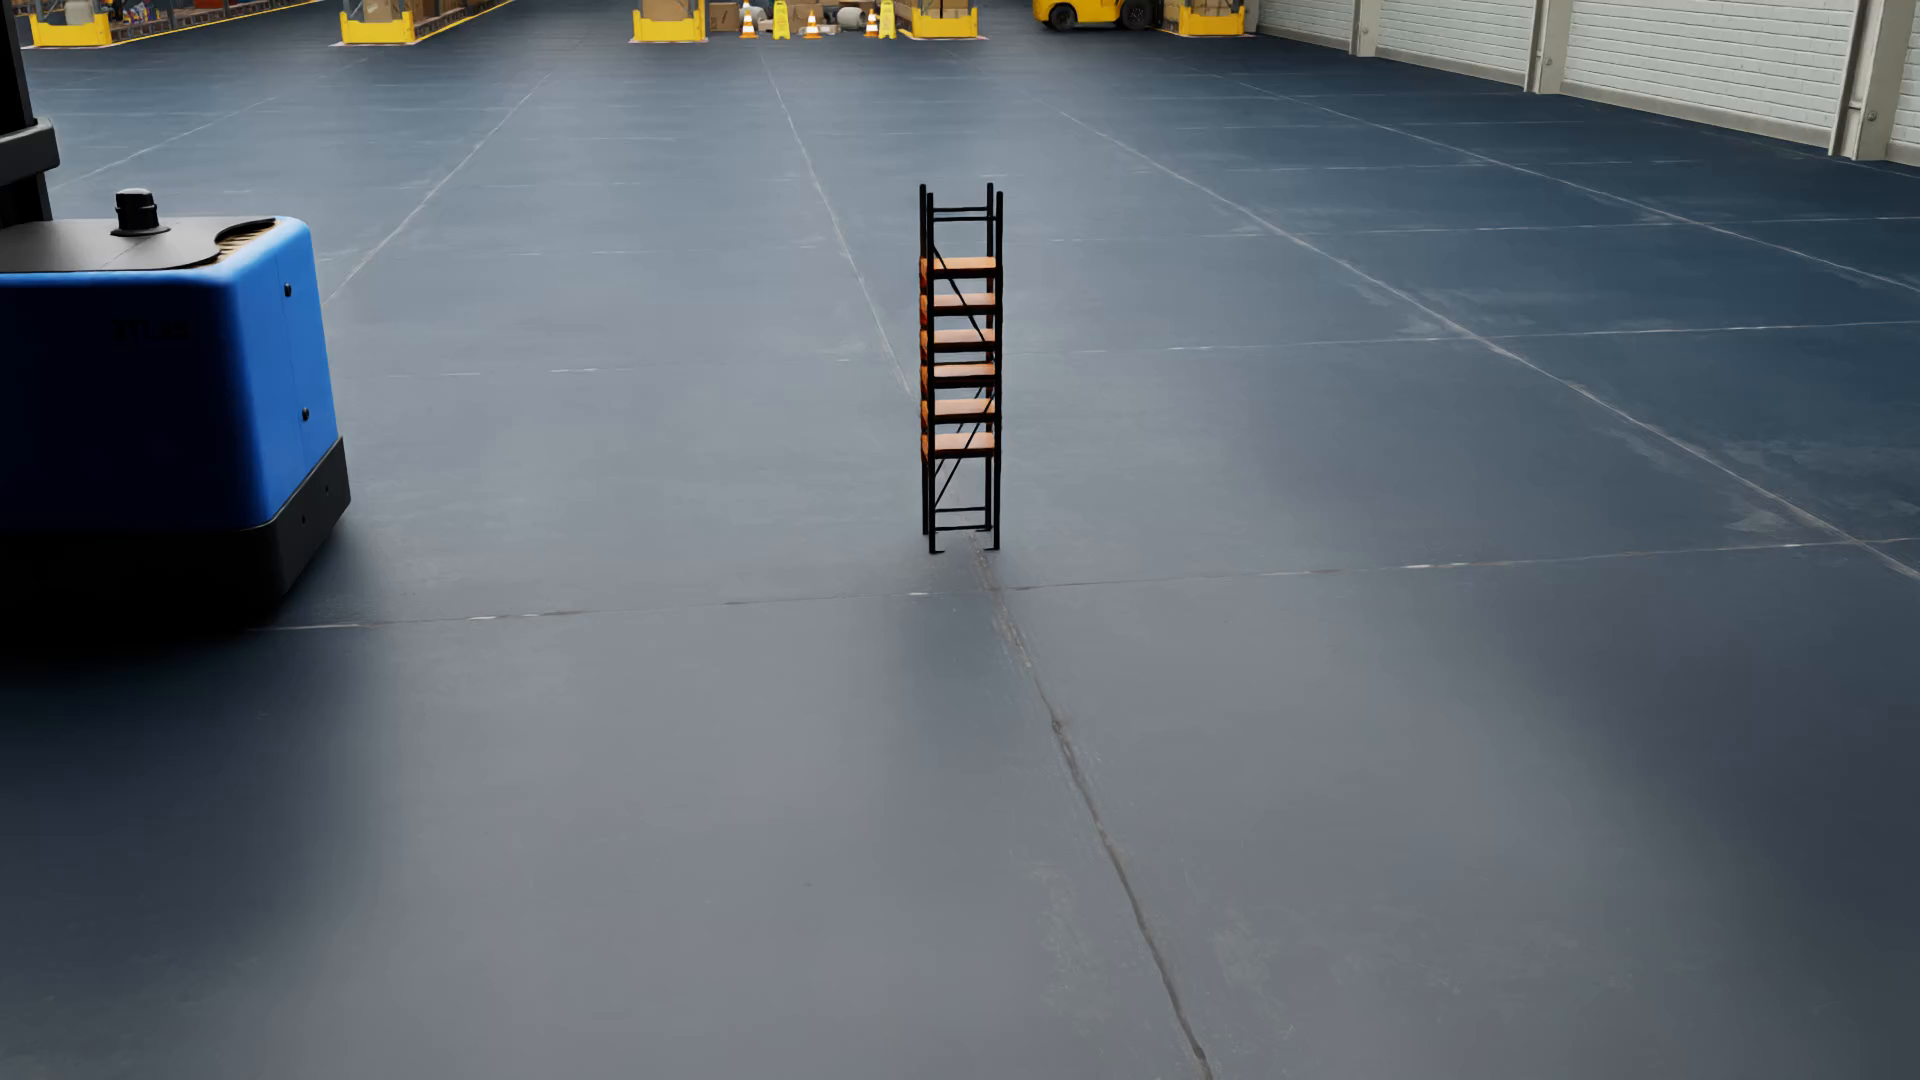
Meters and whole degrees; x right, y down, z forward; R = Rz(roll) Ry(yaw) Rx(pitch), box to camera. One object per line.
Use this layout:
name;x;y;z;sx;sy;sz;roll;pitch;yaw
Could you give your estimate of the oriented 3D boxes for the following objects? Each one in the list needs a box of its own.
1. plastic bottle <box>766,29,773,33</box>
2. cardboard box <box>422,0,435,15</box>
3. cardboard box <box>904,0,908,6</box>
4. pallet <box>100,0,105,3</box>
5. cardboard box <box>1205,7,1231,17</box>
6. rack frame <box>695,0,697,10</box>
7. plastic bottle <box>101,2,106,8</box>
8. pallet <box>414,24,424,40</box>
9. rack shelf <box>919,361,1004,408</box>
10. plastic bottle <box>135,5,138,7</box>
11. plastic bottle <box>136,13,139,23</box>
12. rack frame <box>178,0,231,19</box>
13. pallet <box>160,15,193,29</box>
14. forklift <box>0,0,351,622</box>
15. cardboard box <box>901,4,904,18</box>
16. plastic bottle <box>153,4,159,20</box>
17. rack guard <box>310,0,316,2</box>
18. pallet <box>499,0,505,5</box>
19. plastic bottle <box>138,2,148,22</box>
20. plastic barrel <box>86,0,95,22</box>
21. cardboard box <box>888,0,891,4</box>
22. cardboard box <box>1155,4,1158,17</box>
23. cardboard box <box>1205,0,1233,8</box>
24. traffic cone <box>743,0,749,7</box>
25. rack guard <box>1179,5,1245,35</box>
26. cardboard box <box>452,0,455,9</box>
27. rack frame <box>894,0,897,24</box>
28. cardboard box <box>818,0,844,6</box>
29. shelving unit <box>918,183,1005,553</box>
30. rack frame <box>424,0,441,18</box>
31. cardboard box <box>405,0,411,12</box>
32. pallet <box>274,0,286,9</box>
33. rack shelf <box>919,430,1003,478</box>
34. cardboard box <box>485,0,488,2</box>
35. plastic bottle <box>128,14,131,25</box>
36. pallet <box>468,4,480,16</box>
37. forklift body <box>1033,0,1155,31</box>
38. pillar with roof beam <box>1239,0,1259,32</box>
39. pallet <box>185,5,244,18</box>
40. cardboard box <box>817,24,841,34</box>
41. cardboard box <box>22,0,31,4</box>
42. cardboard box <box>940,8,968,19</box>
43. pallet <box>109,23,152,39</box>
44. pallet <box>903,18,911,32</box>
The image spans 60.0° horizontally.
plastic bottle;-3.569;-9.596;31.321;0.133;0.061;0.283;-11;23;-26
cardboard box;-10.714;-10.662;32.919;0.700;0.500;0.500;-5;21;-12
cardboard box;-0.781;-10.408;31.553;0.500;0.500;0.500;-3;21;-9
pallet;-22.053;-13.461;41.455;1.003;0.211;1.213;-3;21;-8
cardboard box;4.771;-9.868;31.180;0.500;0.250;0.500;-3;21;-8
rack frame;-5.724;-11.628;32.563;1.000;3.000;0.127;-3;21;-8
plastic bottle;-15.815;-9.763;30.725;0.144;0.351;0.185;-4;21;-10
pallet;-10.163;-9.031;29.595;1.003;0.211;1.213;-3;21;-8
rack shelf;0.002;-0.515;5.508;0.258;0.103;0.180;-3;21;-8
plastic bottle;-15.285;-9.802;30.938;0.152;0.276;0.135;-3;21;-8
plastic bottle;-15.002;-9.505;30.248;0.097;0.201;0.097;0;20;0
rack frame;-16.124;-12.548;35.026;1.000;3.000;0.127;-3;21;-8
pallet;-15.699;-10.127;32.529;1.003;0.211;1.213;-3;21;-8
forklift;-3.608;-1.233;4.828;3.031;2.935;1.130;-2;21;-6
cardboard box;-0.855;-10.236;32.164;0.500;0.250;0.500;-3;21;-8
plastic bottle;-15.152;-9.947;31.315;0.061;0.283;0.133;-2;21;-5
rack guard;-17.294;-14.155;42.900;1.175;0.500;0.348;-3;21;-8
pallet;-12.011;-13.567;41.740;1.003;0.211;1.213;-3;21;-8
plastic bottle;-15.095;-9.742;30.669;0.144;0.351;0.185;-3;21;-8
plastic barrel;-15.214;-9.207;29.036;0.421;0.512;0.421;0;20;0
cardboard box;-1.025;-11.309;34.863;0.950;0.372;0.625;-2;21;-4
cardboard box;4.045;-10.360;32.497;0.500;0.250;0.500;-2;21;-6
cardboard box;4.786;-10.096;31.075;0.500;0.250;0.500;-3;21;-7
traffic cone;-4.423;-10.980;34.454;0.336;0.463;0.334;-3;21;-8
rack guard;4.651;-9.600;30.706;1.175;0.500;0.348;-3;21;-8
cardboard box;-11.014;-11.411;34.924;0.700;0.500;0.500;-5;21;-12
rack frame;-0.840;-11.913;33.325;1.000;3.000;0.127;-3;21;-8
cardboard box;-2.597;-10.997;33.362;0.500;0.500;0.500;-3;21;-8
shelving unit;0.002;-0.557;5.493;0.258;1.200;0.189;-3;21;-8
rack frame;-10.646;-11.413;31.987;1.000;3.000;0.127;-3;21;-8
cardboard box;-10.335;-9.694;30.356;0.500;0.500;0.500;-1;21;-3
pallet;-16.845;-12.879;39.898;1.003;0.211;1.213;-3;21;-8
rack shelf;0.002;-0.291;5.592;0.258;0.103;0.180;-3;21;-8
cardboard box;-11.558;-12.854;38.282;1.225;0.875;0.875;-4;21;-10
plastic bottle;-14.939;-9.353;29.841;0.097;0.201;0.097;0;20;0
pallet;-11.262;-11.769;36.924;1.003;0.211;1.213;-3;21;-8
forklift body;2.569;-10.947;31.951;2.313;2.155;1.214;-3;21;-8
pillar with roof beam;1.179;-13.659;29.427;9.100;9.000;0.400;-3;21;-8
pallet;-16.279;-11.513;36.239;1.003;0.211;1.213;-3;21;-8
cardboard box;-2.451;-9.544;31.057;0.380;0.149;0.250;8;22;20
cardboard box;-21.113;-12.218;37.086;0.500;0.500;0.500;-3;21;-7
cardboard box;-0.106;-9.730;30.810;0.500;0.250;0.500;-3;21;-8
pallet;-15.313;-9.199;30.044;1.003;0.211;1.213;-3;21;-8
pallet;-0.529;-9.953;32.062;1.003;0.211;1.213;-3;21;-8
